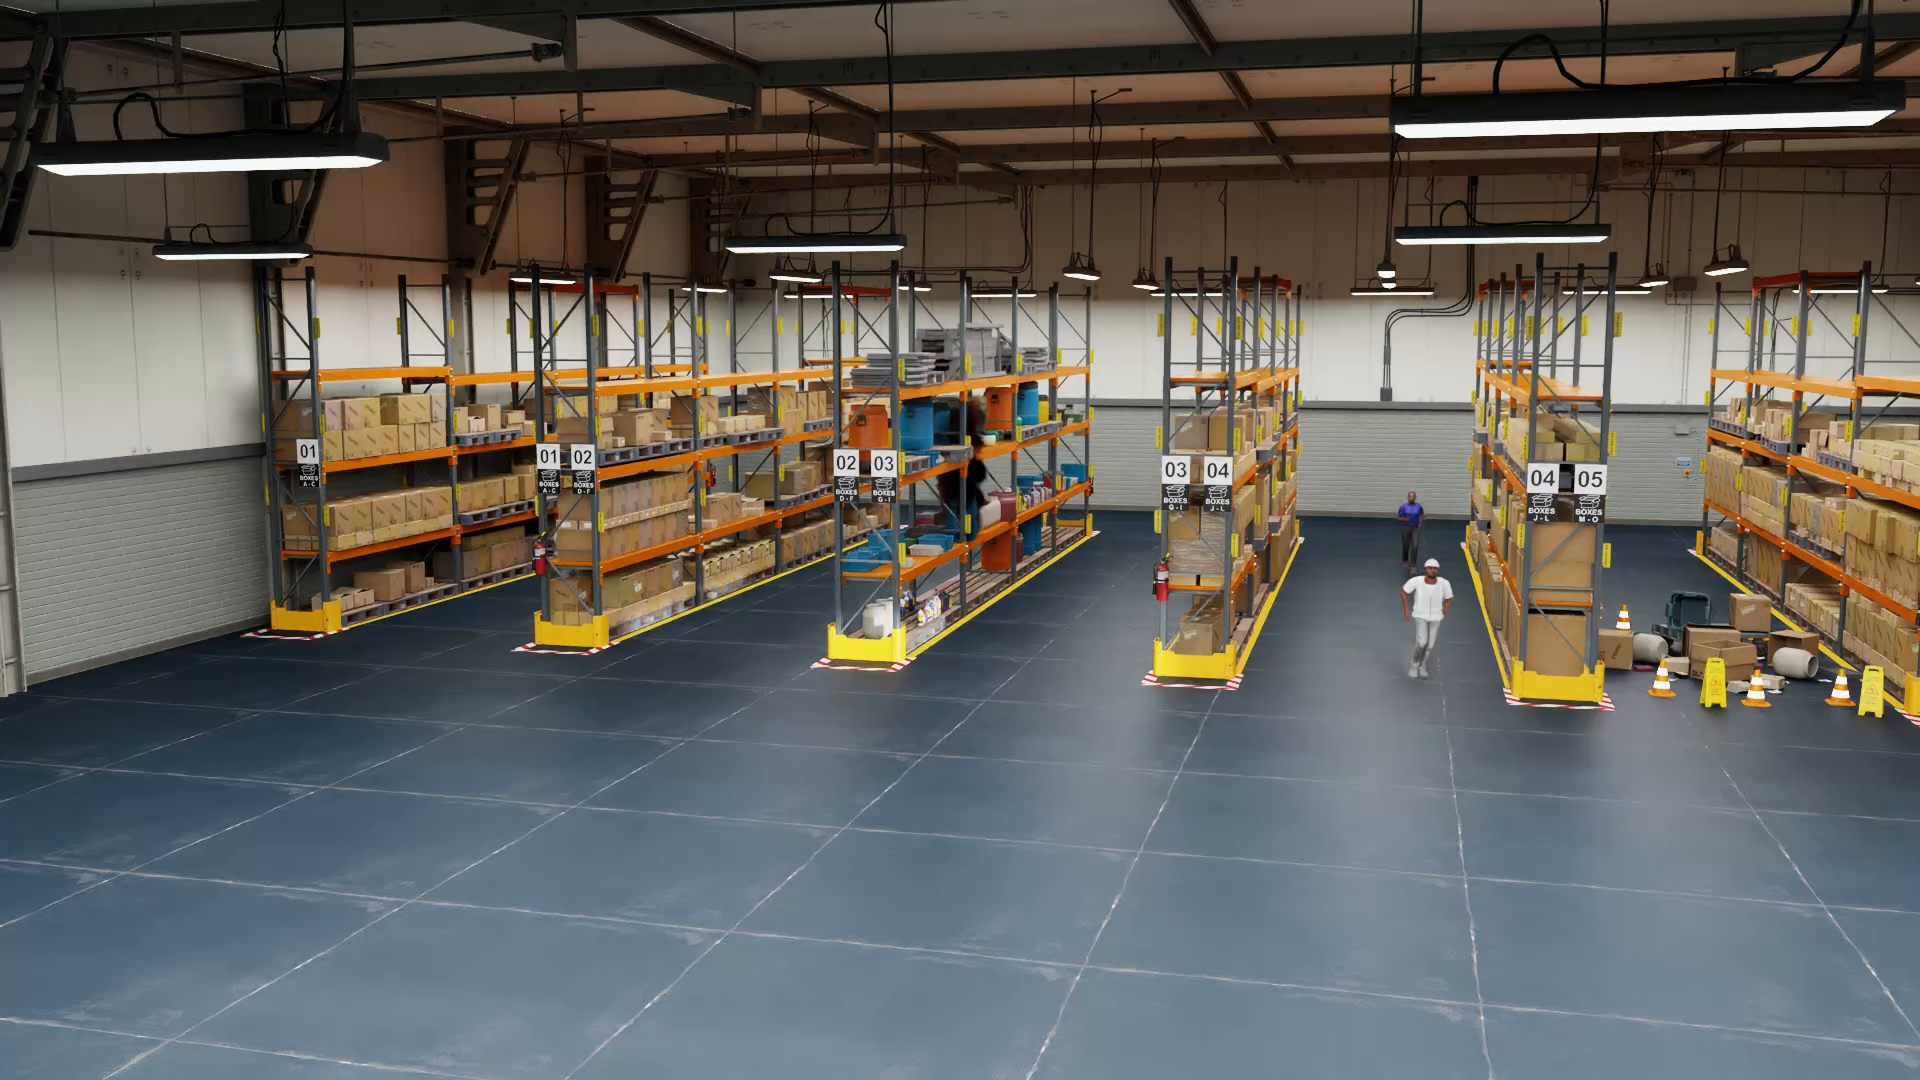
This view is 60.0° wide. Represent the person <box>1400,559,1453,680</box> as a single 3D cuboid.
[{"bbox_3d":[6.697,1.136,23.778,0.697,1.750,0.667,0,7,1],"label":"person"}]

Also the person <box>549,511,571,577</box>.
[{"bbox_3d":[-7.259,0.313,30.531,0.559,1.750,0.718,1,7,10],"label":"person"}]

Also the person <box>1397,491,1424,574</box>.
[{"bbox_3d":[9.259,-0.175,34.171,0.578,1.660,0.870,1,7,8],"label":"person"}]
